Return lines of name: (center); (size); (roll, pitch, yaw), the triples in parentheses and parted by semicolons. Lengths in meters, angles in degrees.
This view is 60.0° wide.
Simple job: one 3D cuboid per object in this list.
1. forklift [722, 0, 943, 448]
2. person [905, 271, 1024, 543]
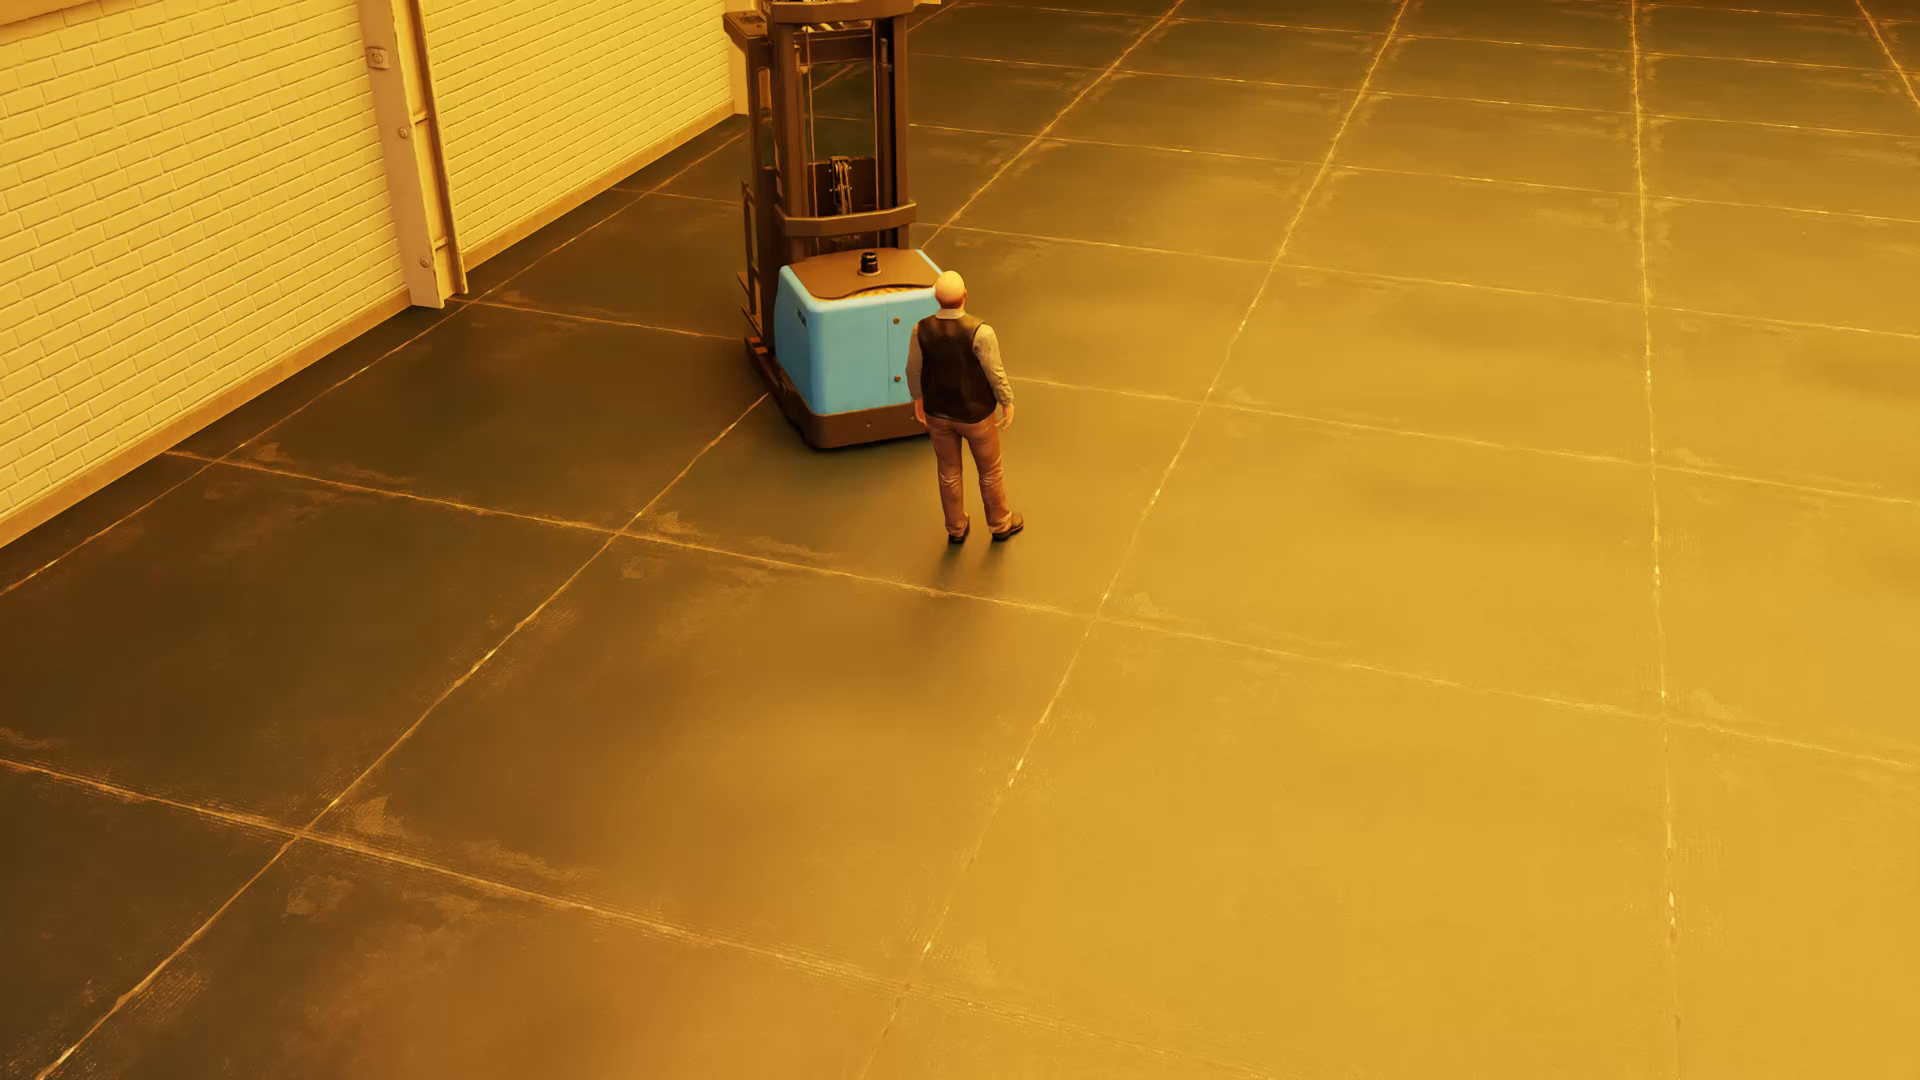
forklift: (-0.973, -2.596, 11.691); (1.130, 2.935, 3.031); (-10, 31, -17)
person: (0.028, -0.782, 9.715); (0.632, 1.720, 0.568); (10, 31, 16)
